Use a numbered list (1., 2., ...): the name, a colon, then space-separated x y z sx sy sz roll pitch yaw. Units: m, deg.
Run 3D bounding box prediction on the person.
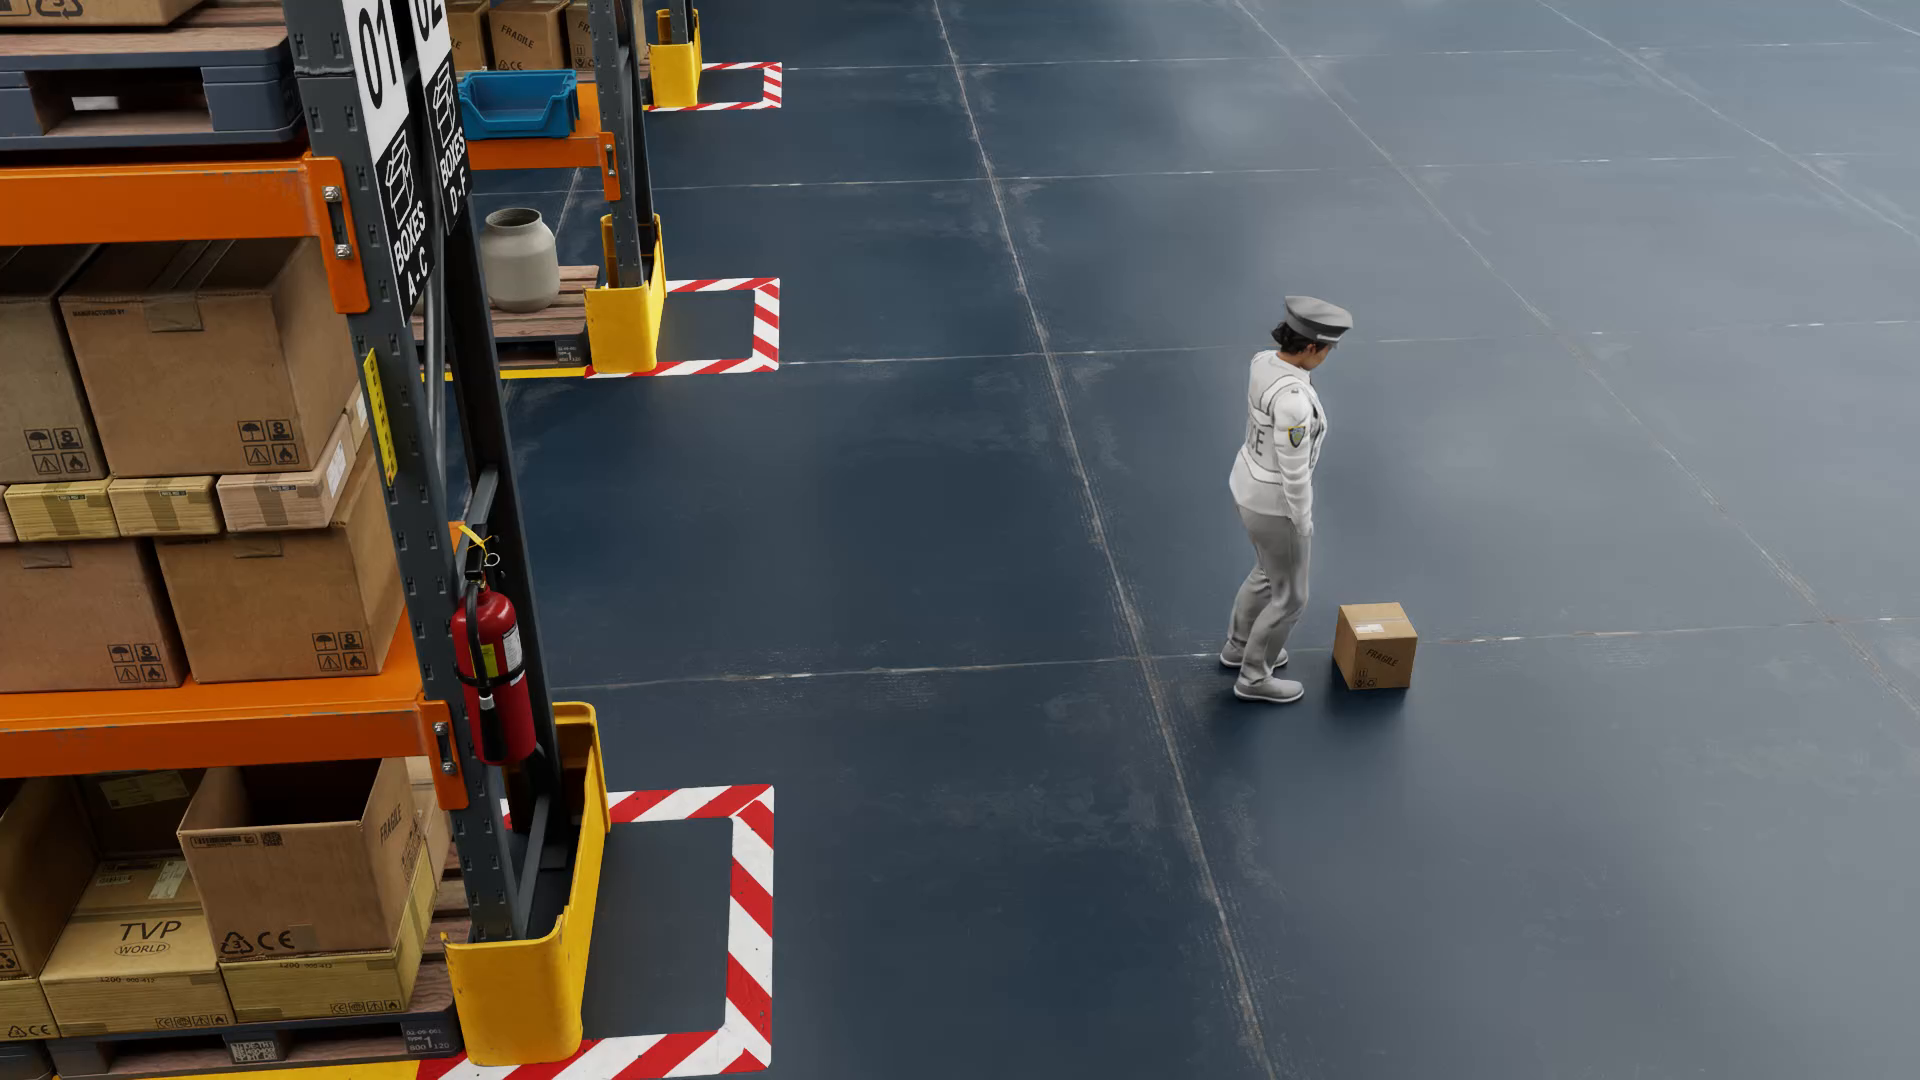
1. person: 1.226 -0.149 6.404 0.381 1.652 0.485 -2 31 -3
